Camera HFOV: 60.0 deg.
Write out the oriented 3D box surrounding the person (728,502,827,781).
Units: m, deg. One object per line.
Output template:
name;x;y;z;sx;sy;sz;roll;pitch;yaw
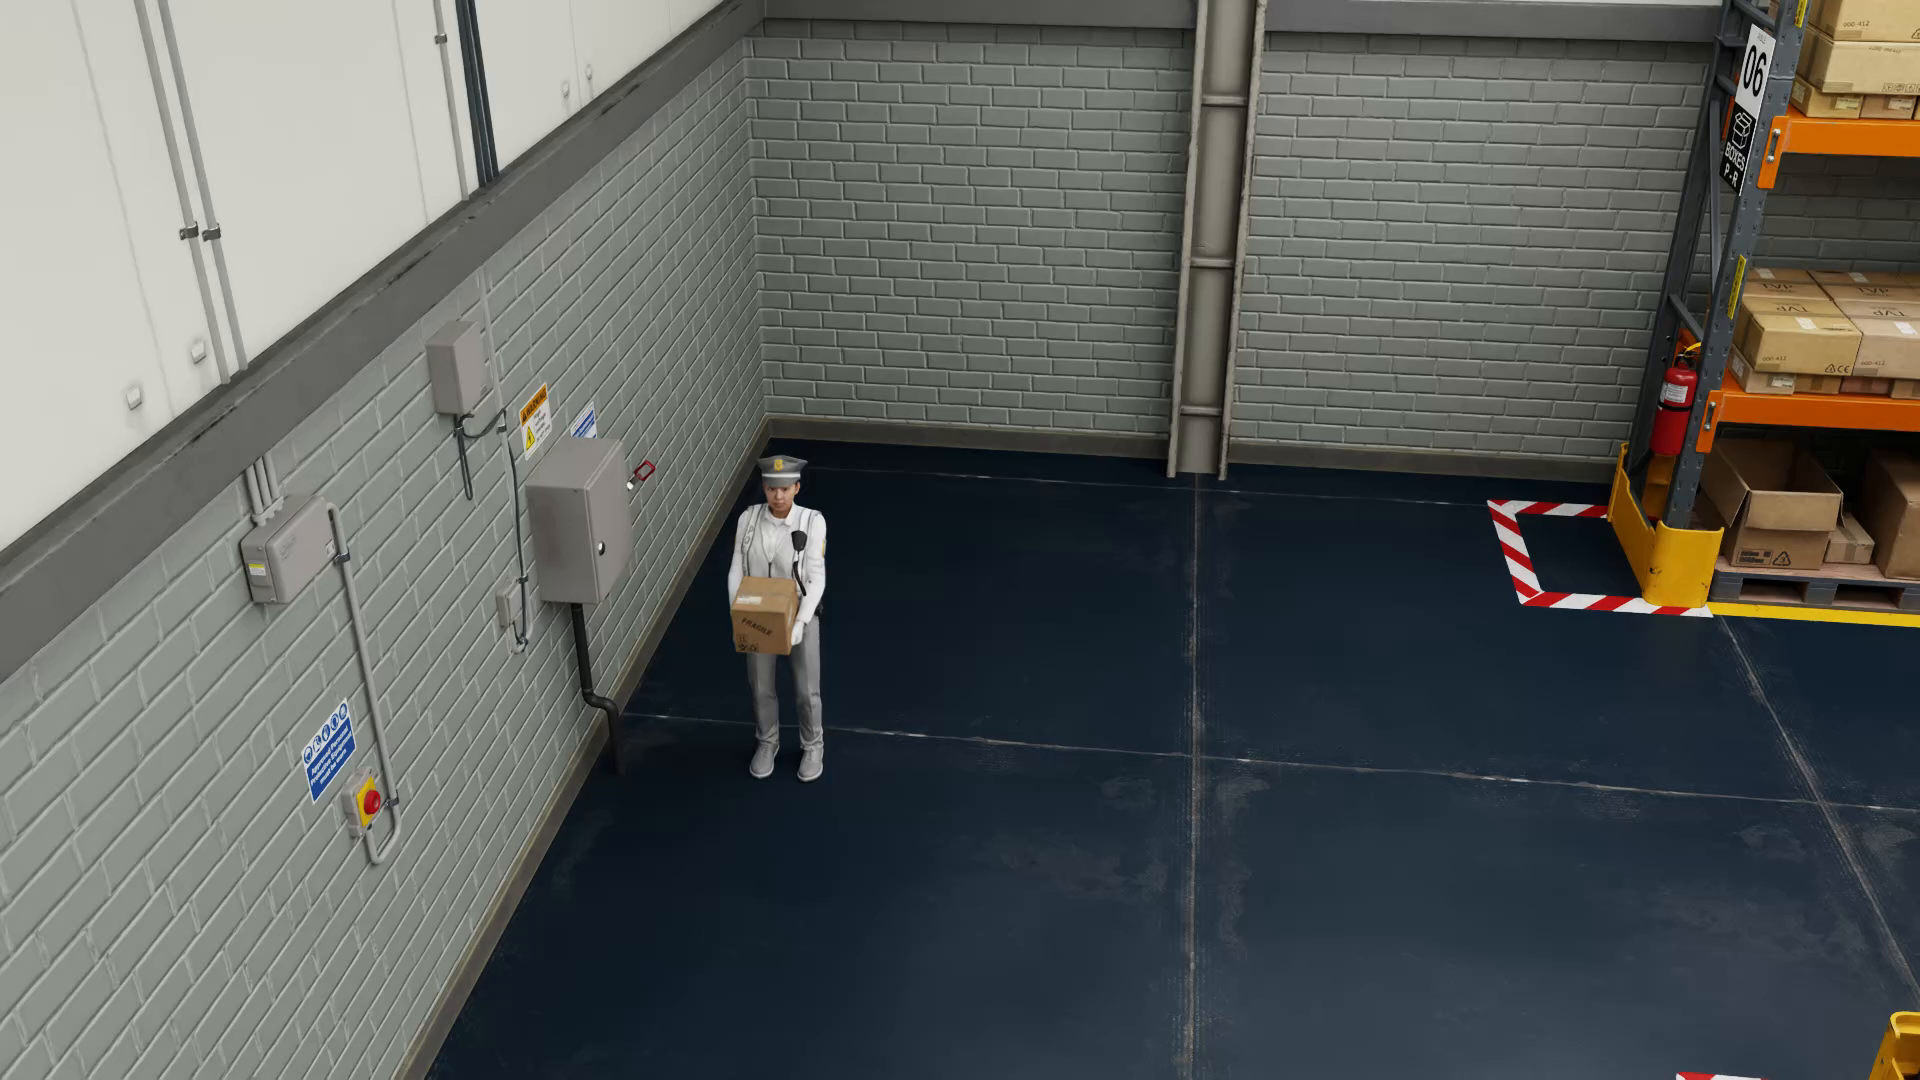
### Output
person;-0.861;0.525;7.901;0.460;1.429;0.505;4;29;6
